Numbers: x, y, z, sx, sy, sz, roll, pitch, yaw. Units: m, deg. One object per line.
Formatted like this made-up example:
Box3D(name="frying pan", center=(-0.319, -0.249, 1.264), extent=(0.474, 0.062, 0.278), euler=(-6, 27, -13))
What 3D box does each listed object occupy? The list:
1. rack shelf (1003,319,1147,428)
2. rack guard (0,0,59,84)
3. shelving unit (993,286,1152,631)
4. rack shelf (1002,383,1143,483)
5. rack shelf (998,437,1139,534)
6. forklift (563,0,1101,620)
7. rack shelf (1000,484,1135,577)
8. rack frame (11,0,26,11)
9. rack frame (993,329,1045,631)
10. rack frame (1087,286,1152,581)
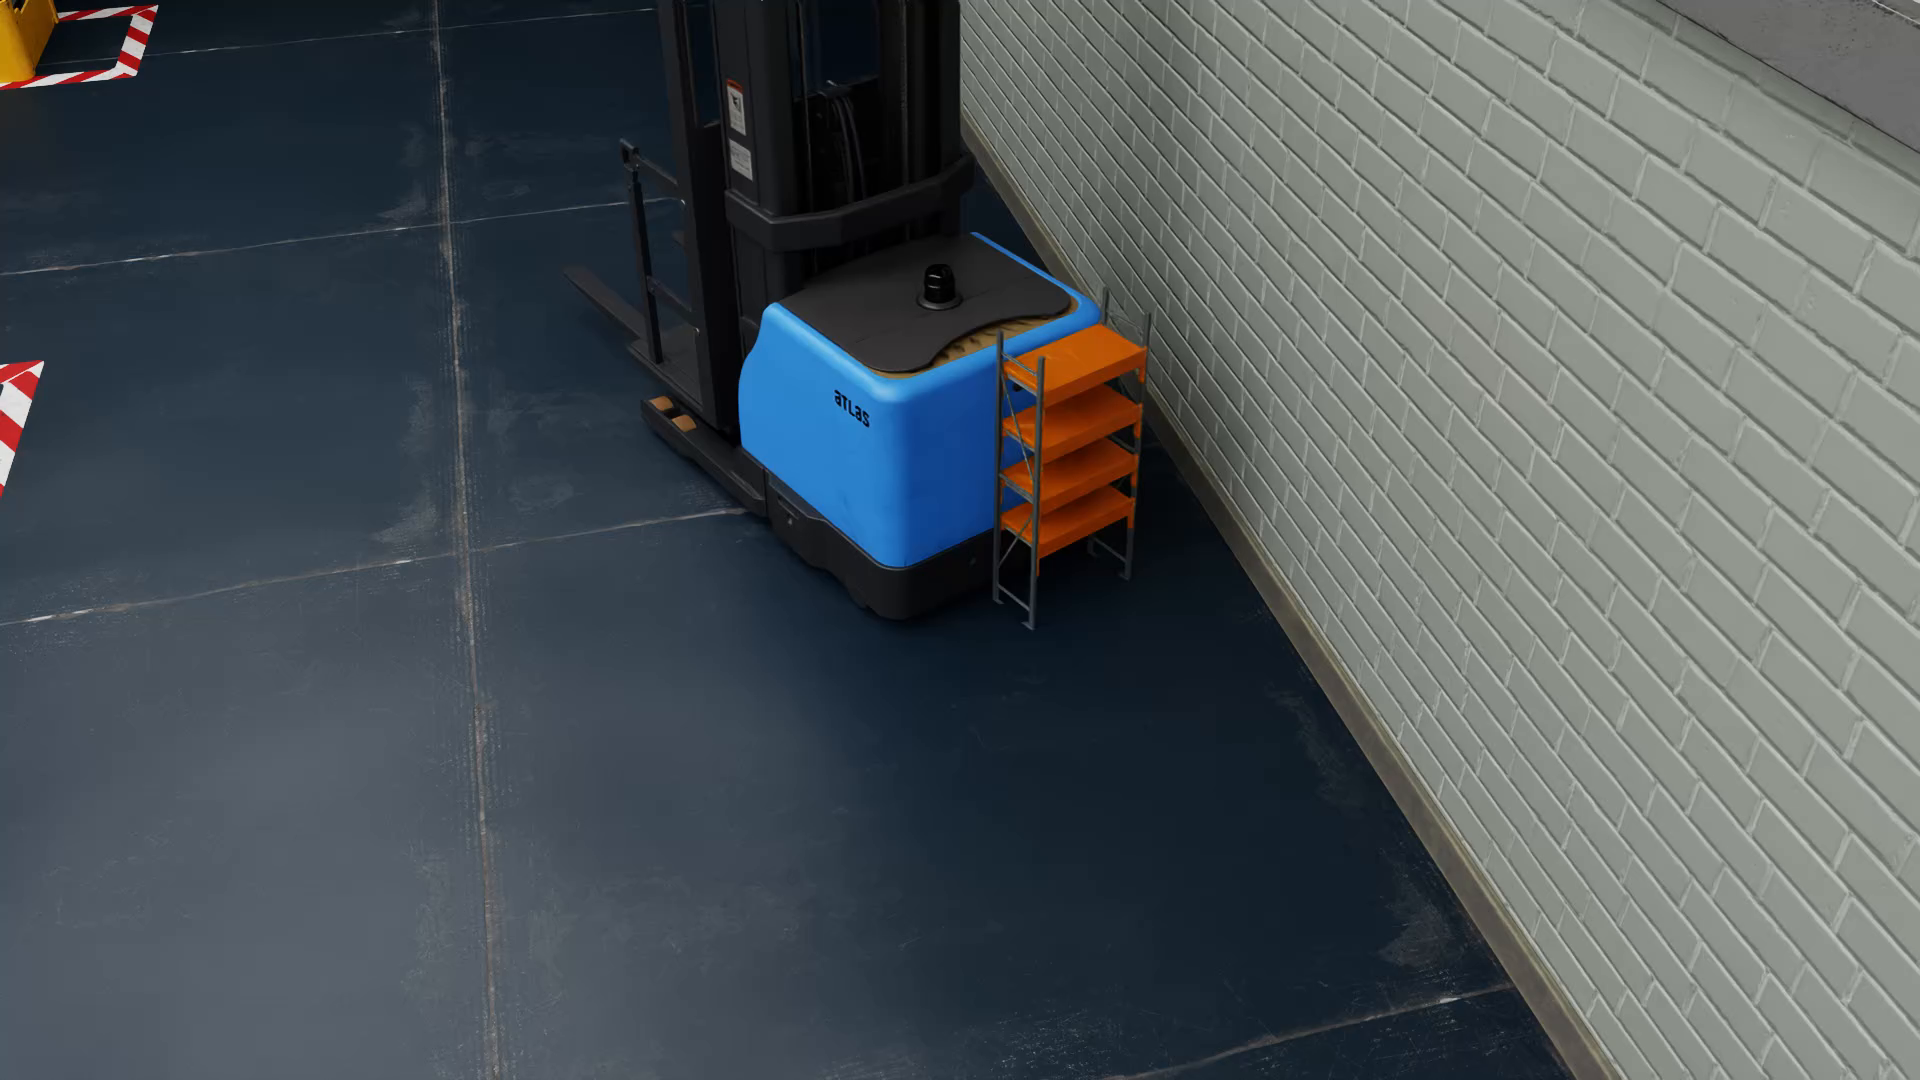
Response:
Box3D(name="rack shelf", center=(0.398, -0.595, 5.893), extent=(0.480, 0.148, 0.258), euler=(-25, 44, -29))
Box3D(name="rack guard", center=(-6.213, -3.435, 10.828), extent=(0.348, 0.500, 1.175), euler=(-9, 38, -12))
Box3D(name="shelving unit", center=(0.398, -0.283, 6.132), extent=(0.503, 1.200, 0.258), euler=(-25, 44, -29))
Box3D(name="rack shelf", center=(0.398, -0.407, 6.037), extent=(0.480, 0.148, 0.258), euler=(-25, 44, -29))
Box3D(name="rack shelf", center=(0.398, -0.229, 6.173), extent=(0.480, 0.148, 0.258), euler=(-25, 44, -29))
Box3D(name="forklift", center=(-0.753, -1.704, 6.565), extent=(1.130, 2.935, 3.031), euler=(-25, 44, -29))
Box3D(name="rack shelf", center=(0.398, -0.072, 6.294), extent=(0.480, 0.148, 0.258), euler=(-25, 44, -29))
Box3D(name="rack frame", center=(-6.237, -4.424, 10.064), extent=(0.127, 3.000, 1.000), euler=(-9, 38, -12))
Box3D(name="rack frame", center=(0.206, -0.191, 6.013), extent=(0.015, 1.200, 0.240), euler=(-25, 44, -29))
Box3D(name="rack frame", center=(0.591, -0.374, 6.251), extent=(0.015, 1.200, 0.240), euler=(-25, 44, -29))
